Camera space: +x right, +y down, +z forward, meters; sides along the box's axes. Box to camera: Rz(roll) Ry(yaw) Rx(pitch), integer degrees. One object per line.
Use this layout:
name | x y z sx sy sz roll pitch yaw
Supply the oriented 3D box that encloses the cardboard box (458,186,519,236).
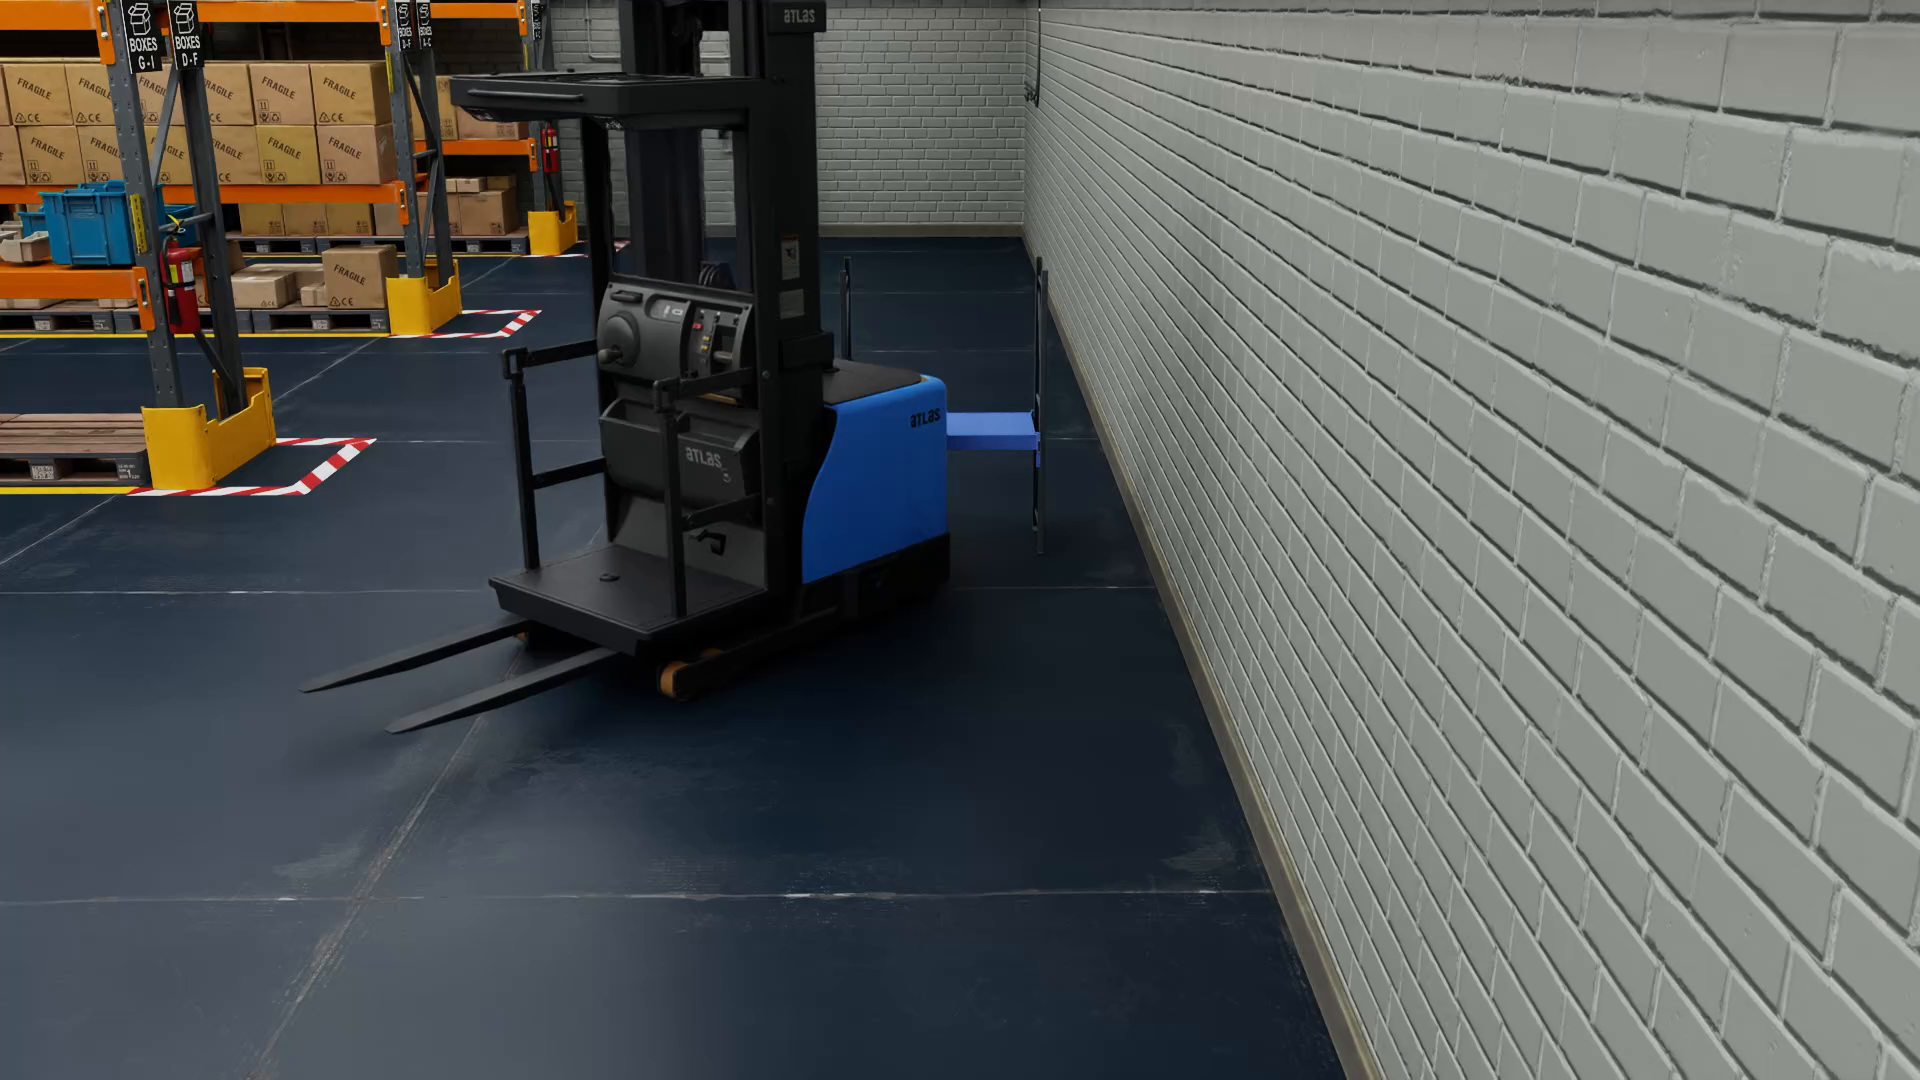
cardboard box | -5.580 -3.903 19.710 0.500 0.500 0.700 0 18 -1

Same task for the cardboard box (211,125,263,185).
cardboard box | -6.261 -3.373 14.487 0.500 0.500 0.500 0 18 0

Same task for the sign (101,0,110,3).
sign | -4.700 -3.112 9.100 0.005 0.325 0.100 0 18 -1

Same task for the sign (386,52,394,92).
sign | -4.811 -3.947 14.028 0.005 0.325 0.100 0 18 -1

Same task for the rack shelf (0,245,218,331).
rack shelf | -6.725 -1.550 10.145 4.000 0.370 1.077 0 18 -1

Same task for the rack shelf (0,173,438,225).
rack shelf | -6.799 -3.063 14.862 4.000 0.370 1.077 0 18 -1

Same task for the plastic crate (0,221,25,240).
plastic crate | -5.977 -1.925 10.470 0.298 0.136 0.250 0 18 -1

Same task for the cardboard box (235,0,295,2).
cardboard box | -5.809 -4.690 14.091 0.500 0.250 0.500 0 18 -1

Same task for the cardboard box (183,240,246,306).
cardboard box | -6.921 -2.427 15.069 0.637 0.503 0.797 0 18 -1

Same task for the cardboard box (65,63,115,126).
cardboard box | -7.294 -3.840 14.308 0.500 0.500 0.500 -1 18 -2

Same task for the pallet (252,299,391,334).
pallet | -5.673 -2.082 15.194 1.213 0.211 1.003 0 18 -1

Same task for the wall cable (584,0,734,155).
wall cable | -3.616 -5.707 20.263 1.851 1.984 0.084 0 18 -1

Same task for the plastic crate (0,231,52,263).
plastic crate | -5.538 -1.746 9.912 0.243 0.136 0.396 0 18 -1

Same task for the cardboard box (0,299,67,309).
cardboard box | -8.376 -2.261 14.865 0.500 0.311 0.500 0 18 -1

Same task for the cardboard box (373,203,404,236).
cardboard box | -6.583 -3.898 19.694 0.500 0.500 0.700 -1 18 -3

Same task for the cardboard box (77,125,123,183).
cardboard box | -7.273 -3.367 14.471 0.500 0.500 0.500 0 18 -1

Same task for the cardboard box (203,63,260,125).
cardboard box | -6.264 -3.846 14.325 0.500 0.500 0.500 0 18 1

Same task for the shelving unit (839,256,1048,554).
shelving unit | -0.085 -0.714 8.817 1.048 1.500 0.538 0 18 -1

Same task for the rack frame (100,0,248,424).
rack frame | -4.725 -1.902 10.066 0.127 3.000 1.000 0 18 -1

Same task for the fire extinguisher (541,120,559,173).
fire extinguisher | -4.723 -4.573 19.130 0.183 0.674 0.296 0 18 -1

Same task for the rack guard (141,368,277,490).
rack guard | -4.701 -0.716 10.460 0.348 0.500 1.175 0 18 -1

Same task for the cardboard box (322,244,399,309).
cardboard box | -5.339 -2.356 14.854 0.500 0.500 0.500 0 18 -1

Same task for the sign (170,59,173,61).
sign | -8.863 -5.256 18.757 0.005 0.325 0.100 0 18 -1

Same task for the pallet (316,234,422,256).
pallet | -6.897 -3.567 19.822 1.213 0.211 1.003 0 18 -1

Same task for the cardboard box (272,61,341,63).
cardboard box | -5.770 -4.012 14.843 0.500 0.500 0.500 0 18 0

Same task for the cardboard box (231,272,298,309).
cardboard box | -6.290 -2.242 14.906 0.500 0.250 0.500 0 18 -1

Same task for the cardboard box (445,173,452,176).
cardboard box | -6.215 -4.270 19.791 0.250 0.149 0.380 0 18 0

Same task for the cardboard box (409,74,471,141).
cardboard box | -6.119 -5.058 19.413 0.700 0.700 0.980 0 18 -1

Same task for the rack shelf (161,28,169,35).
rack shelf | -10.881 -5.984 19.060 4.000 0.370 1.077 0 18 -1

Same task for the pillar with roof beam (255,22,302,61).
pillar with roof beam | -8.127 -6.718 15.257 0.400 9.000 9.100 0 18 -1

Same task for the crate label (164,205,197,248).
crate label | -4.977 -1.950 10.392 0.303 0.233 0.416 0 18 -1

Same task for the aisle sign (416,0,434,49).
aisle sign | -4.736 -4.743 14.665 0.004 0.787 0.394 0 18 -1

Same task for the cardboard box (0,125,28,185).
cardboard box | -8.285 -3.362 14.455 0.500 0.500 0.500 0 18 1

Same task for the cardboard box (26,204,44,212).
cardboard box | -10.418 -4.037 19.552 0.750 0.750 0.750 0 18 1

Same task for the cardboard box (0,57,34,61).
cardboard box | -10.875 -5.379 18.995 0.500 0.250 0.500 -1 18 -2

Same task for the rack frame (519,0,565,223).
rack frame | -4.881 -4.928 19.498 0.127 3.000 1.000 0 18 -1

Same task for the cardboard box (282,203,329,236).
cardboard box | -7.629 -3.892 19.674 0.500 0.500 0.700 0 18 -1

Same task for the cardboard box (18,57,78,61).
cardboard box | -10.365 -5.382 19.003 0.500 0.250 0.500 0 18 0

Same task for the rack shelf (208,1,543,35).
rack shelf | -6.881 -6.004 19.120 4.000 0.370 1.077 0 18 -1

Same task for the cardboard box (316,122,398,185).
cardboard box | -5.243 -3.377 14.501 0.500 0.500 0.500 0 18 1

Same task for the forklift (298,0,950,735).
forklift | -1.374 -0.894 7.037 1.130 2.935 3.031 14 23 37

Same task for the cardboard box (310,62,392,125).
cardboard box | -5.240 -3.852 14.345 0.500 0.500 0.500 0 18 -1

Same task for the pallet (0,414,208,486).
pallet | -5.550 -0.582 10.516 1.213 0.211 1.003 0 18 -1

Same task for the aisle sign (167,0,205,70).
aisle sign | -4.658 -3.231 9.952 0.004 0.787 0.394 0 18 -1

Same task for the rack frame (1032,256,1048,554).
rack frame | 0.423 -0.716 8.825 0.032 1.500 0.500 0 18 -1

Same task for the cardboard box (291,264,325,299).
cardboard box | -5.848 -2.397 15.389 0.500 0.250 0.500 0 18 -1

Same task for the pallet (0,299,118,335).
pallet | -8.112 -2.071 15.157 1.213 0.211 1.003 0 18 -1

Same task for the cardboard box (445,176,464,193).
cardboard box | -5.961 -4.155 19.431 0.250 0.149 0.380 0 18 1

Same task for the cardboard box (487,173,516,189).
cardboard box | -5.458 -4.274 19.803 0.250 0.149 0.380 0 18 0

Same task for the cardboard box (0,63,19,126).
cardboard box | -8.323 -3.836 14.293 0.500 0.500 0.500 0 18 1

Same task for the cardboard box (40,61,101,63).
cardboard box | -7.785 -4.004 14.818 0.500 0.500 0.500 -1 18 -2

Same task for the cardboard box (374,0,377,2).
cardboard box | -5.317 -4.847 14.581 0.500 0.250 0.500 0 18 -1

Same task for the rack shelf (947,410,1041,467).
rack shelf | -0.085 -0.542 8.872 1.000 0.185 0.538 0 18 -1

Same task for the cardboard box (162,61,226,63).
cardboard box | -6.778 -4.008 14.832 0.500 0.500 0.500 0 18 -1
